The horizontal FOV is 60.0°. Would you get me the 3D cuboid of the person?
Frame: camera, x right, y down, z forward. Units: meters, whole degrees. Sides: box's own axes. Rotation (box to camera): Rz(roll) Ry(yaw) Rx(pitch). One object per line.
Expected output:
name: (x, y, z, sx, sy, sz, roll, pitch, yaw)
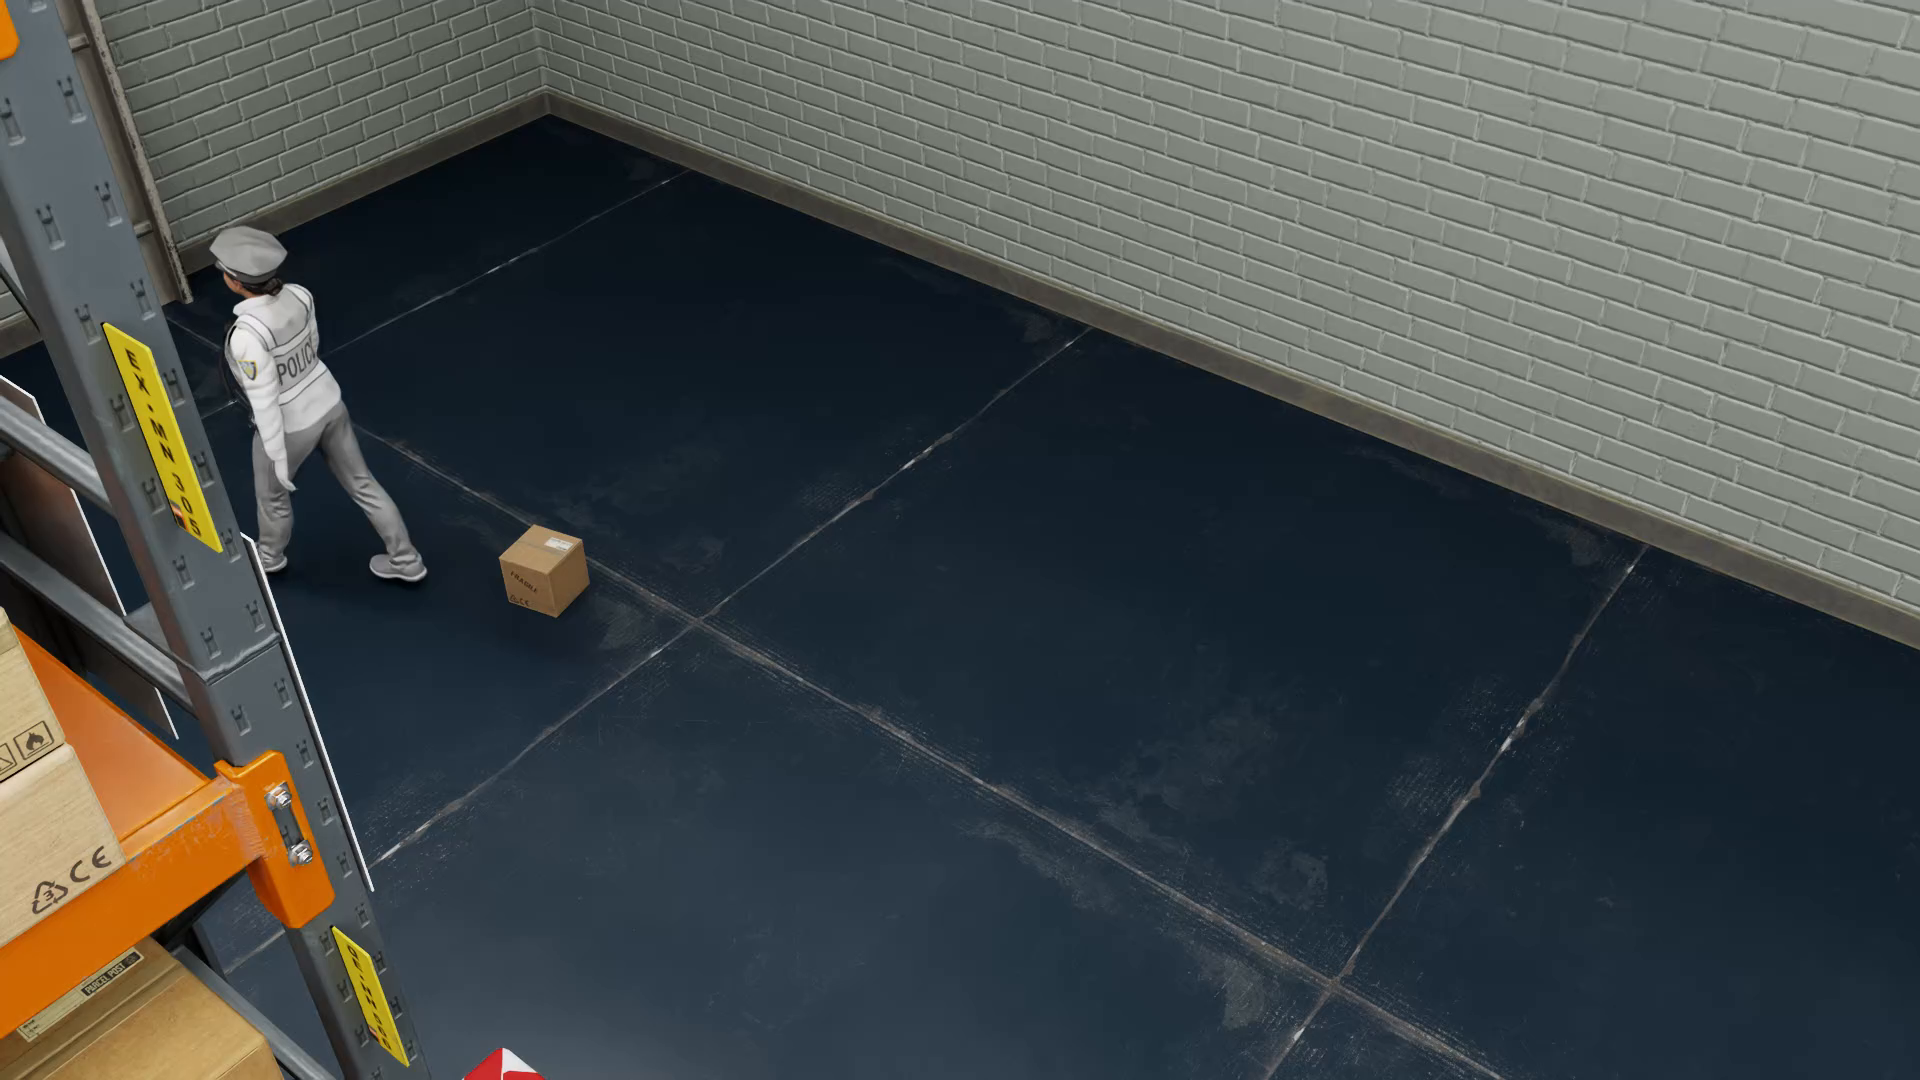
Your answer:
person: (-2.746, -0.509, 6.753, 0.901, 1.663, 0.544, 14, 41, 17)
